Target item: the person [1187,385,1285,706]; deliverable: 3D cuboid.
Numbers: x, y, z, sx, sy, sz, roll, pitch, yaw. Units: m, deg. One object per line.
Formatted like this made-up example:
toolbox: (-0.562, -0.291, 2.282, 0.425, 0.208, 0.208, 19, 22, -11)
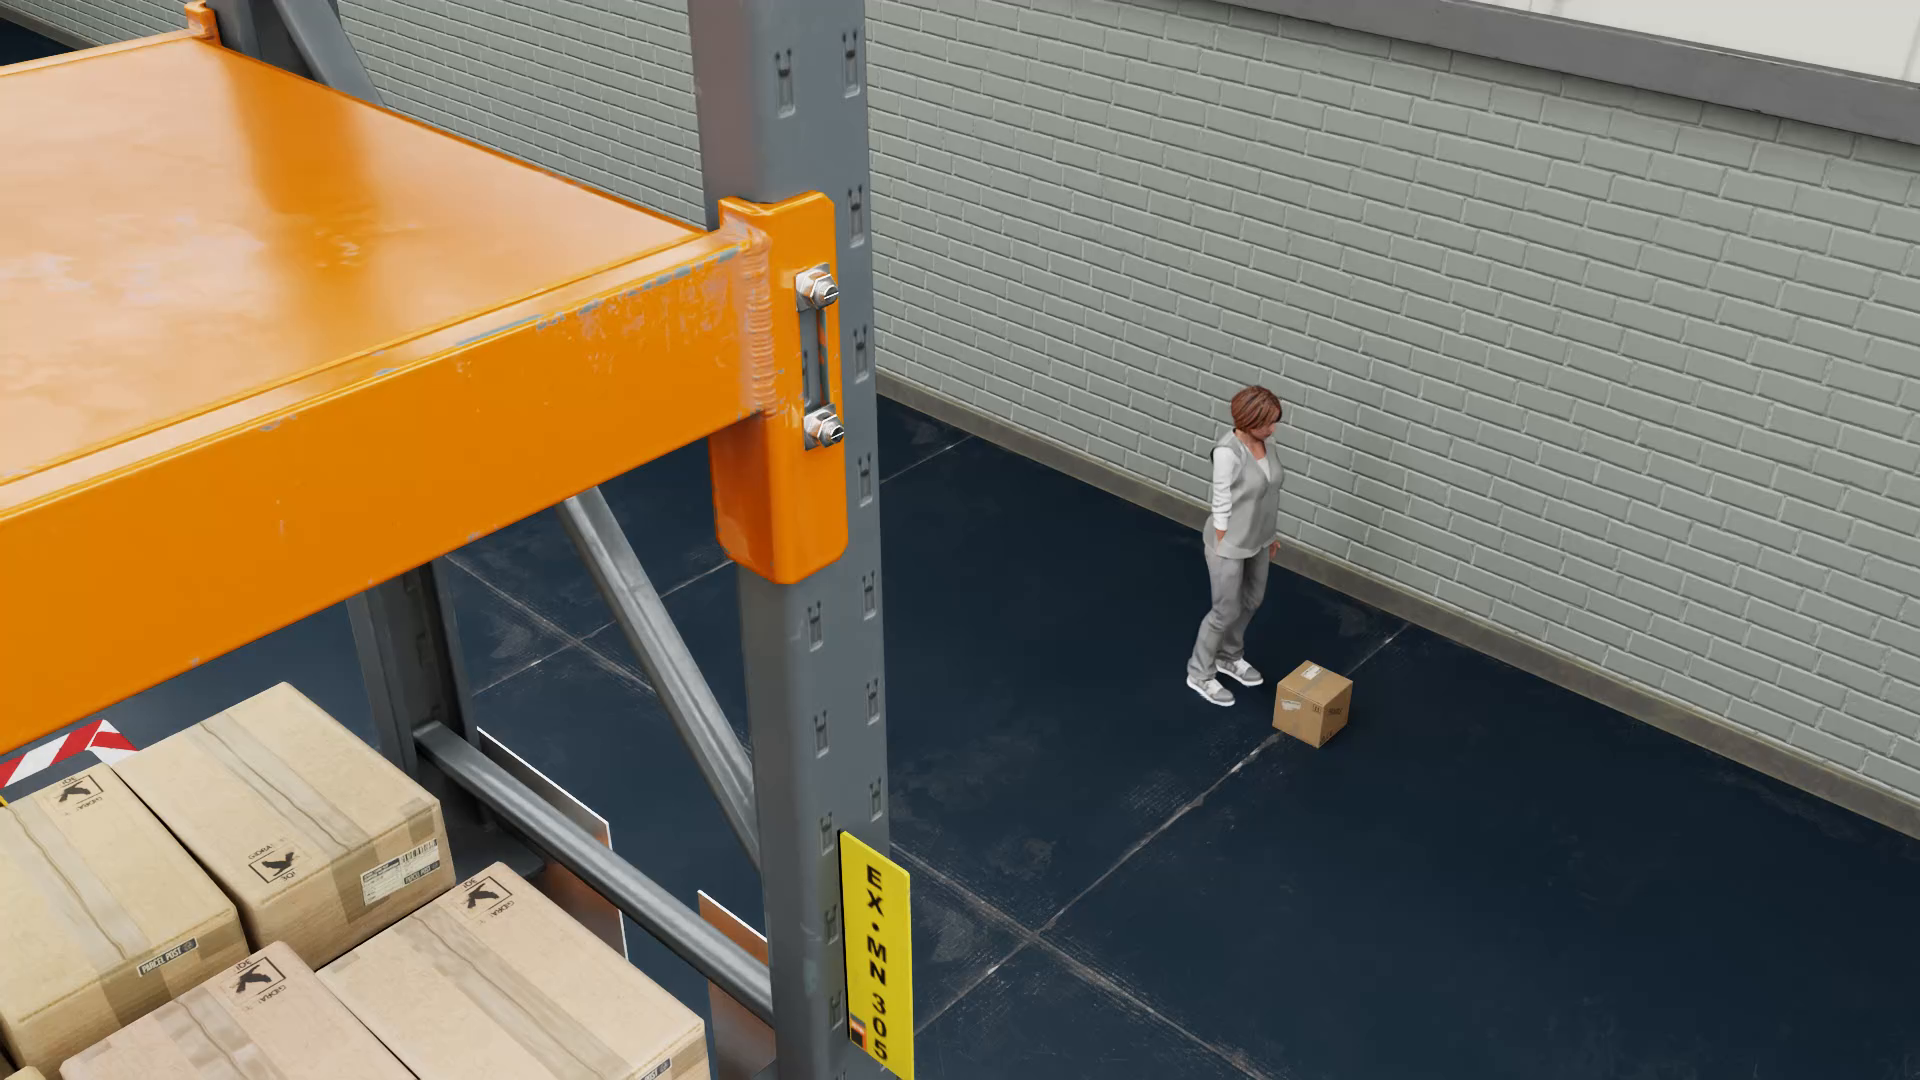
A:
person: (1.289, 0.013, 7.638, 0.300, 1.600, 0.407, 26, 40, 36)
